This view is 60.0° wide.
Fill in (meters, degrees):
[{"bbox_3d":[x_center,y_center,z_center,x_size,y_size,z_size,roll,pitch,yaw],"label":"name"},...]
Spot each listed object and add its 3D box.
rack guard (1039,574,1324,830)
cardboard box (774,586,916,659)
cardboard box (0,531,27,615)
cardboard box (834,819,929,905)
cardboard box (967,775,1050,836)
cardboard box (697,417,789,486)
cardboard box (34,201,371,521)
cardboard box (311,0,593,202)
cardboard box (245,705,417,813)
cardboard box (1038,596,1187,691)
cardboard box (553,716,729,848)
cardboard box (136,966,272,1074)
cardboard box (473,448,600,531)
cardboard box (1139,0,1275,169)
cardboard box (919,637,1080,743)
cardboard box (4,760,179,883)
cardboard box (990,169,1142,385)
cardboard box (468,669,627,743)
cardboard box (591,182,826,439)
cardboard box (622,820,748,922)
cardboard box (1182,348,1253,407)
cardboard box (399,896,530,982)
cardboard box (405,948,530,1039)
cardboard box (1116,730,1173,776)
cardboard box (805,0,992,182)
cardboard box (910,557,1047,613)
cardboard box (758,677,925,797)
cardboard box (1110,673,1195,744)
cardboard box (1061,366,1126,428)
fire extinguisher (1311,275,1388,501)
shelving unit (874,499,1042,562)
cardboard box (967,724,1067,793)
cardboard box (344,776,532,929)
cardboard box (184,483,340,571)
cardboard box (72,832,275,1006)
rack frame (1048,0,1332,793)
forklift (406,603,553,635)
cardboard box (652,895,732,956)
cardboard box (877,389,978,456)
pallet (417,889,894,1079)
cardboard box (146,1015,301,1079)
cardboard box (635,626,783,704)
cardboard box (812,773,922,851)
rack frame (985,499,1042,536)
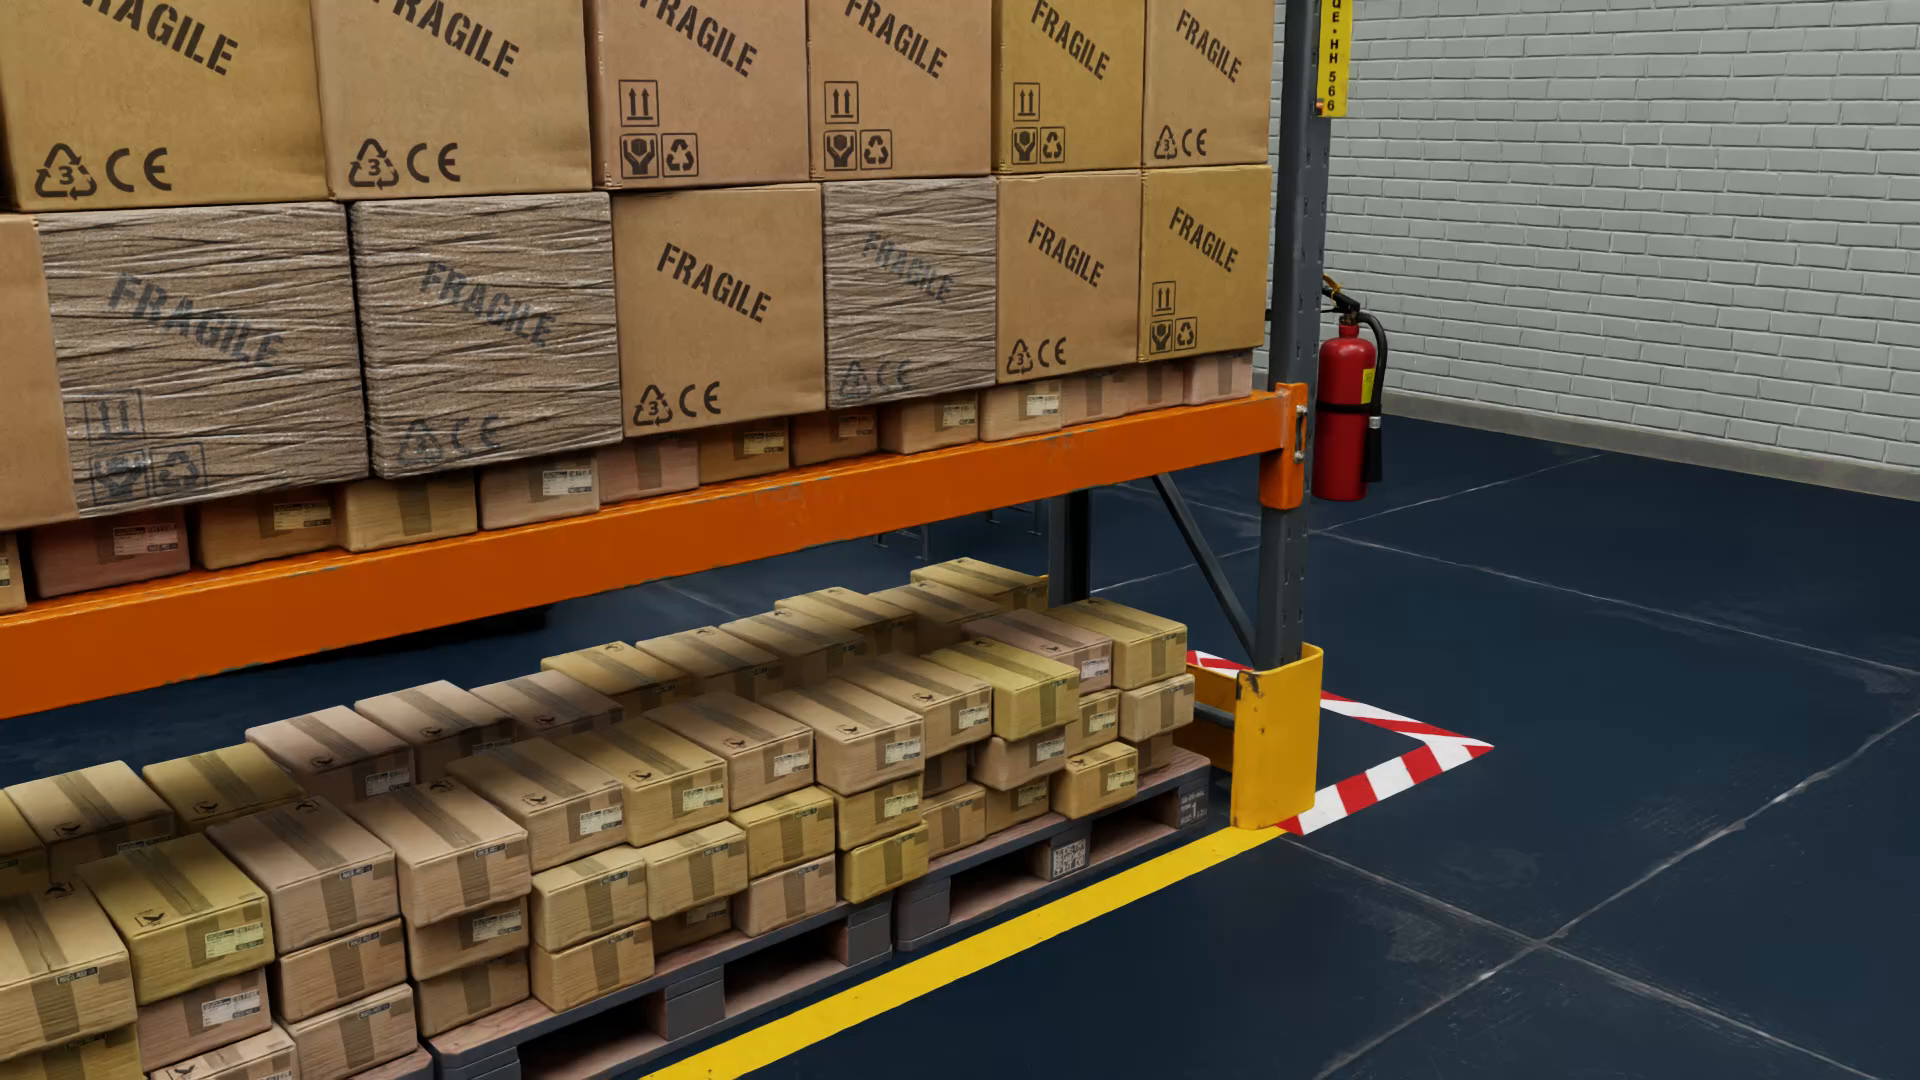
[{"bbox_3d":[0.618,0.494,5.433,0.348,0.500,1.175,-13,19,-39],"label":"rack guard"},{"bbox_3d":[-0.346,0.271,4.982,0.250,0.149,0.380,-13,20,-40],"label":"cardboard box"},{"bbox_3d":[-1.767,0.030,2.813,0.250,0.149,0.380,-12,19,-38],"label":"cardboard box"},{"bbox_3d":[-0.297,0.768,4.271,0.250,0.149,0.380,-14,20,-42],"label":"cardboard box"},{"bbox_3d":[0.032,0.669,4.645,0.250,0.149,0.380,-13,20,-40],"label":"cardboard box"},{"bbox_3d":[-0.604,-0.246,3.845,0.250,0.149,0.380,-12,19,-38],"label":"cardboard box"},{"bbox_3d":[-1.434,-0.361,3.020,0.500,0.500,0.500,-13,20,-39],"label":"cardboard box"},{"bbox_3d":[-1.060,-0.923,3.187,0.500,0.500,0.500,-12,19,-38],"label":"cardboard box"},{"bbox_3d":[-1.504,0.540,3.975,0.250,0.149,0.380,-14,20,-42],"label":"cardboard box"},{"bbox_3d":[0.443,0.299,4.875,0.250,0.149,0.380,-12,19,-39],"label":"cardboard box"},{"bbox_3d":[-0.750,0.560,3.899,0.250,0.149,0.380,-13,19,-39],"label":"cardboard box"},{"bbox_3d":[-1.566,0.874,3.300,0.250,0.149,0.380,-13,20,-40],"label":"cardboard box"},{"bbox_3d":[-0.952,-0.145,3.466,0.250,0.149,0.380,-12,19,-37],"label":"cardboard box"},{"bbox_3d":[0.494,-1.276,4.507,0.500,0.500,0.500,-13,20,-40],"label":"cardboard box"},{"bbox_3d":[0.103,0.399,4.501,0.250,0.149,0.380,-13,20,-41],"label":"cardboard box"},{"bbox_3d":[-1.895,0.632,3.628,0.250,0.149,0.380,-13,20,-40],"label":"cardboard box"},{"bbox_3d":[0.114,-0.706,4.312,0.500,0.500,0.500,-13,20,-40],"label":"cardboard box"},{"bbox_3d":[-1.049,0.471,4.233,0.250,0.149,0.380,-13,19,-39],"label":"cardboard box"},{"bbox_3d":[-0.645,-0.536,3.674,0.500,0.500,0.500,-11,19,-37],"label":"cardboard box"},{"bbox_3d":[-0.703,0.719,3.878,0.250,0.149,0.380,-12,19,-39],"label":"cardboard box"},{"bbox_3d":[0.615,-0.495,4.778,0.250,0.149,0.380,-13,19,-39],"label":"cardboard box"},{"bbox_3d":[-1.138,0.787,3.627,0.250,0.149,0.380,-12,19,-37],"label":"cardboard box"},{"bbox_3d":[-1.163,0.924,3.690,0.250,0.149,0.380,-14,20,-42],"label":"cardboard box"},{"bbox_3d":[0.415,0.577,4.986,0.250,0.149,0.380,-12,19,-38],"label":"cardboard box"},{"bbox_3d":[-0.275,-1.100,3.849,0.500,0.500,0.500,-11,19,-37],"label":"cardboard box"},{"bbox_3d":[0.057,0.183,5.311,0.250,0.149,0.380,-14,20,-42],"label":"cardboard box"},{"bbox_3d":[-0.300,0.487,4.172,0.250,0.149,0.380,-12,19,-37],"label":"cardboard box"},{"bbox_3d":[0.465,0.449,4.891,0.250,0.149,0.380,-13,20,-41],"label":"cardboard box"},{"bbox_3d":[0.224,-0.415,4.478,0.250,0.149,0.380,-13,20,-40],"label":"cardboard box"},{"bbox_3d":[1.169,-0.462,5.040,0.183,0.674,0.296,-13,19,-39],"label":"fire extinguisher"},{"bbox_3d":[-0.005,-0.723,8.052,0.755,1.500,0.431,-13,19,-39],"label":"shelving unit"},{"bbox_3d":[0.074,0.537,4.560,0.250,0.149,0.380,-14,20,-42],"label":"cardboard box"},{"bbox_3d":[-1.113,0.656,3.538,0.250,0.149,0.380,-12,19,-38],"label":"cardboard box"},{"bbox_3d":[-1.392,-0.071,3.189,0.250,0.149,0.380,-14,20,-42],"label":"cardboard box"},{"bbox_3d":[-1.541,0.732,3.254,0.250,0.149,0.380,-13,20,-40],"label":"cardboard box"},{"bbox_3d":[0.676,-0.727,5.159,0.127,3.000,1.000,-13,19,-39],"label":"rack frame"},{"bbox_3d":[-3.246,-0.997,6.301,3.031,2.935,1.130,-7,17,-26],"label":"forklift"},{"bbox_3d":[-0.756,0.839,4.007,0.250,0.149,0.380,-12,19,-38],"label":"cardboard box"},{"bbox_3d":[-0.172,-0.328,4.153,0.250,0.149,0.380,-14,20,-42],"label":"cardboard box"},{"bbox_3d":[-0.938,0.970,4.211,1.213,0.211,1.003,-13,19,-39],"label":"pallet"},{"bbox_3d":[-1.502,1.029,3.297,0.250,0.149,0.380,-13,20,-40],"label":"cardboard box"},{"bbox_3d":[-0.694,0.374,4.595,0.250,0.149,0.380,-12,19,-37],"label":"cardboard box"},{"bbox_3d":[-0.308,0.628,4.222,0.250,0.149,0.380,-12,19,-39],"label":"cardboard box"},{"bbox_3d":[0.271,-0.785,8.284,0.023,1.500,0.400,-13,19,-39],"label":"rack frame"}]
